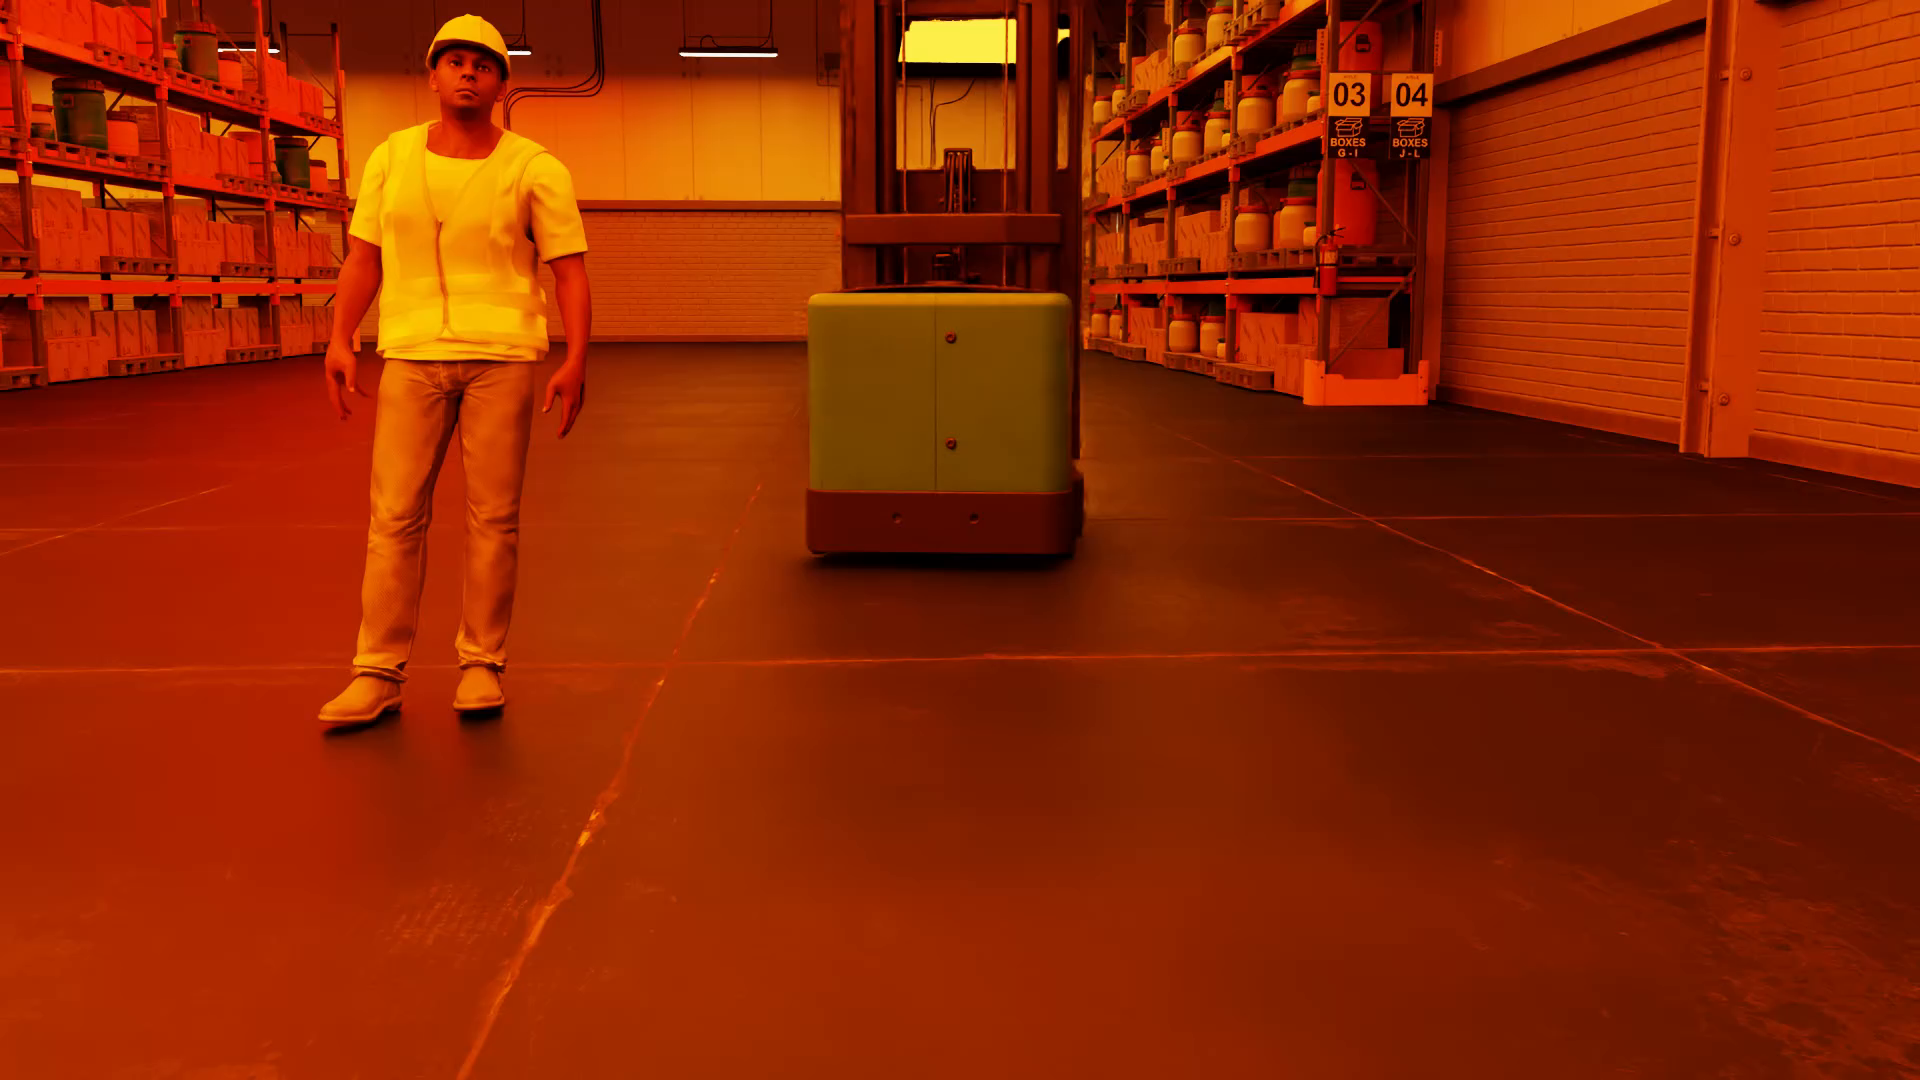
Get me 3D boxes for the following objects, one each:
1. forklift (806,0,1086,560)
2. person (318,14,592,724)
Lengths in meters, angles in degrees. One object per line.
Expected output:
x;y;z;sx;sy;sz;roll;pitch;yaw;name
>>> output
0.028;-1.549;7.764;1.130;2.935;3.031;1;8;5;forklift
-1.288;-0.443;4.232;0.666;1.766;0.577;0;8;-3;person
